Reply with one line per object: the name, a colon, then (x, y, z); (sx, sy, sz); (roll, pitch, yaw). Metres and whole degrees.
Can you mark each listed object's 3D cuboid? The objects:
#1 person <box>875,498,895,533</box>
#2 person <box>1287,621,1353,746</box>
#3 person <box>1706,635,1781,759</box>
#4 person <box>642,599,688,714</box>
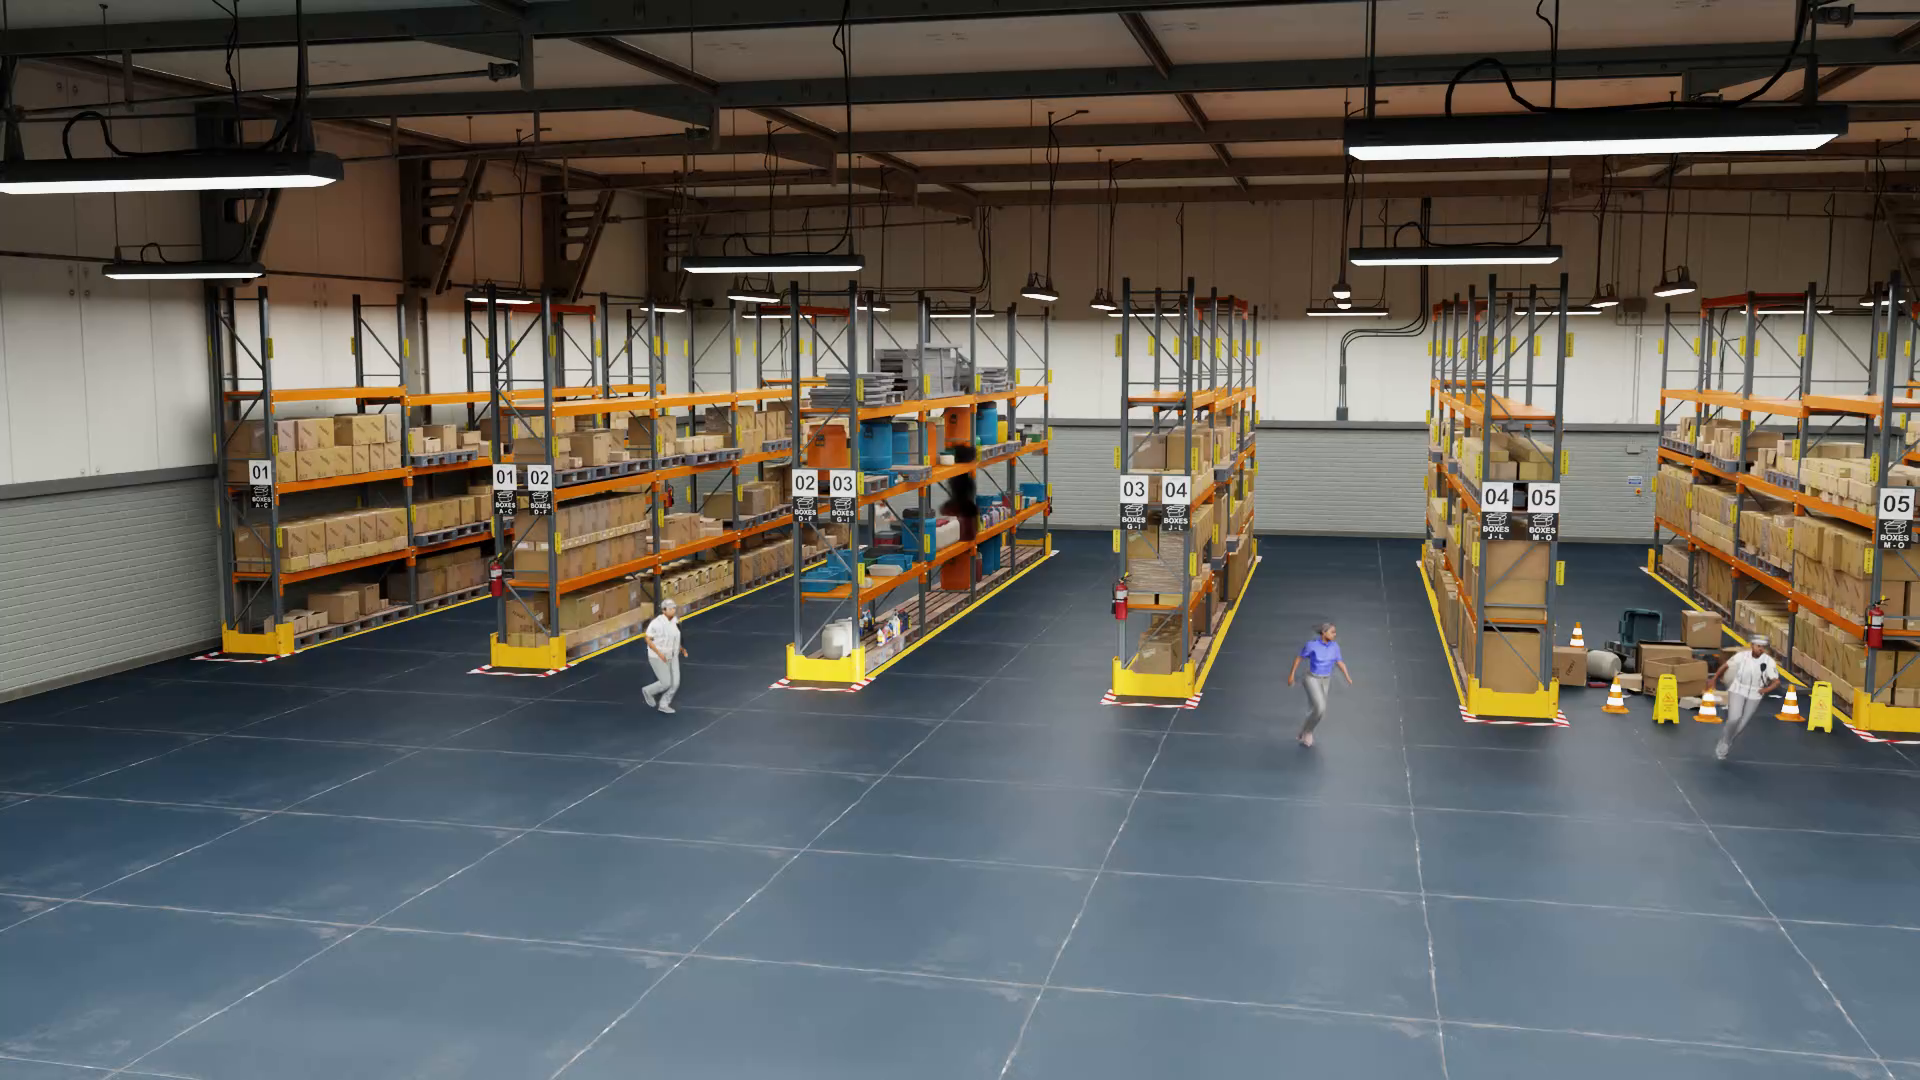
person: (-1.680, -0.154, 35.515); (0.577, 1.677, 0.647); (2, 7, 13)
person: (4.543, 1.805, 20.863); (0.562, 1.607, 0.769); (-4, 7, -28)
person: (9.544, 1.916, 20.227); (0.749, 1.598, 0.678); (1, 7, 11)
person: (-4.098, 1.596, 22.895); (0.596, 1.592, 0.606); (5, 8, 35)
